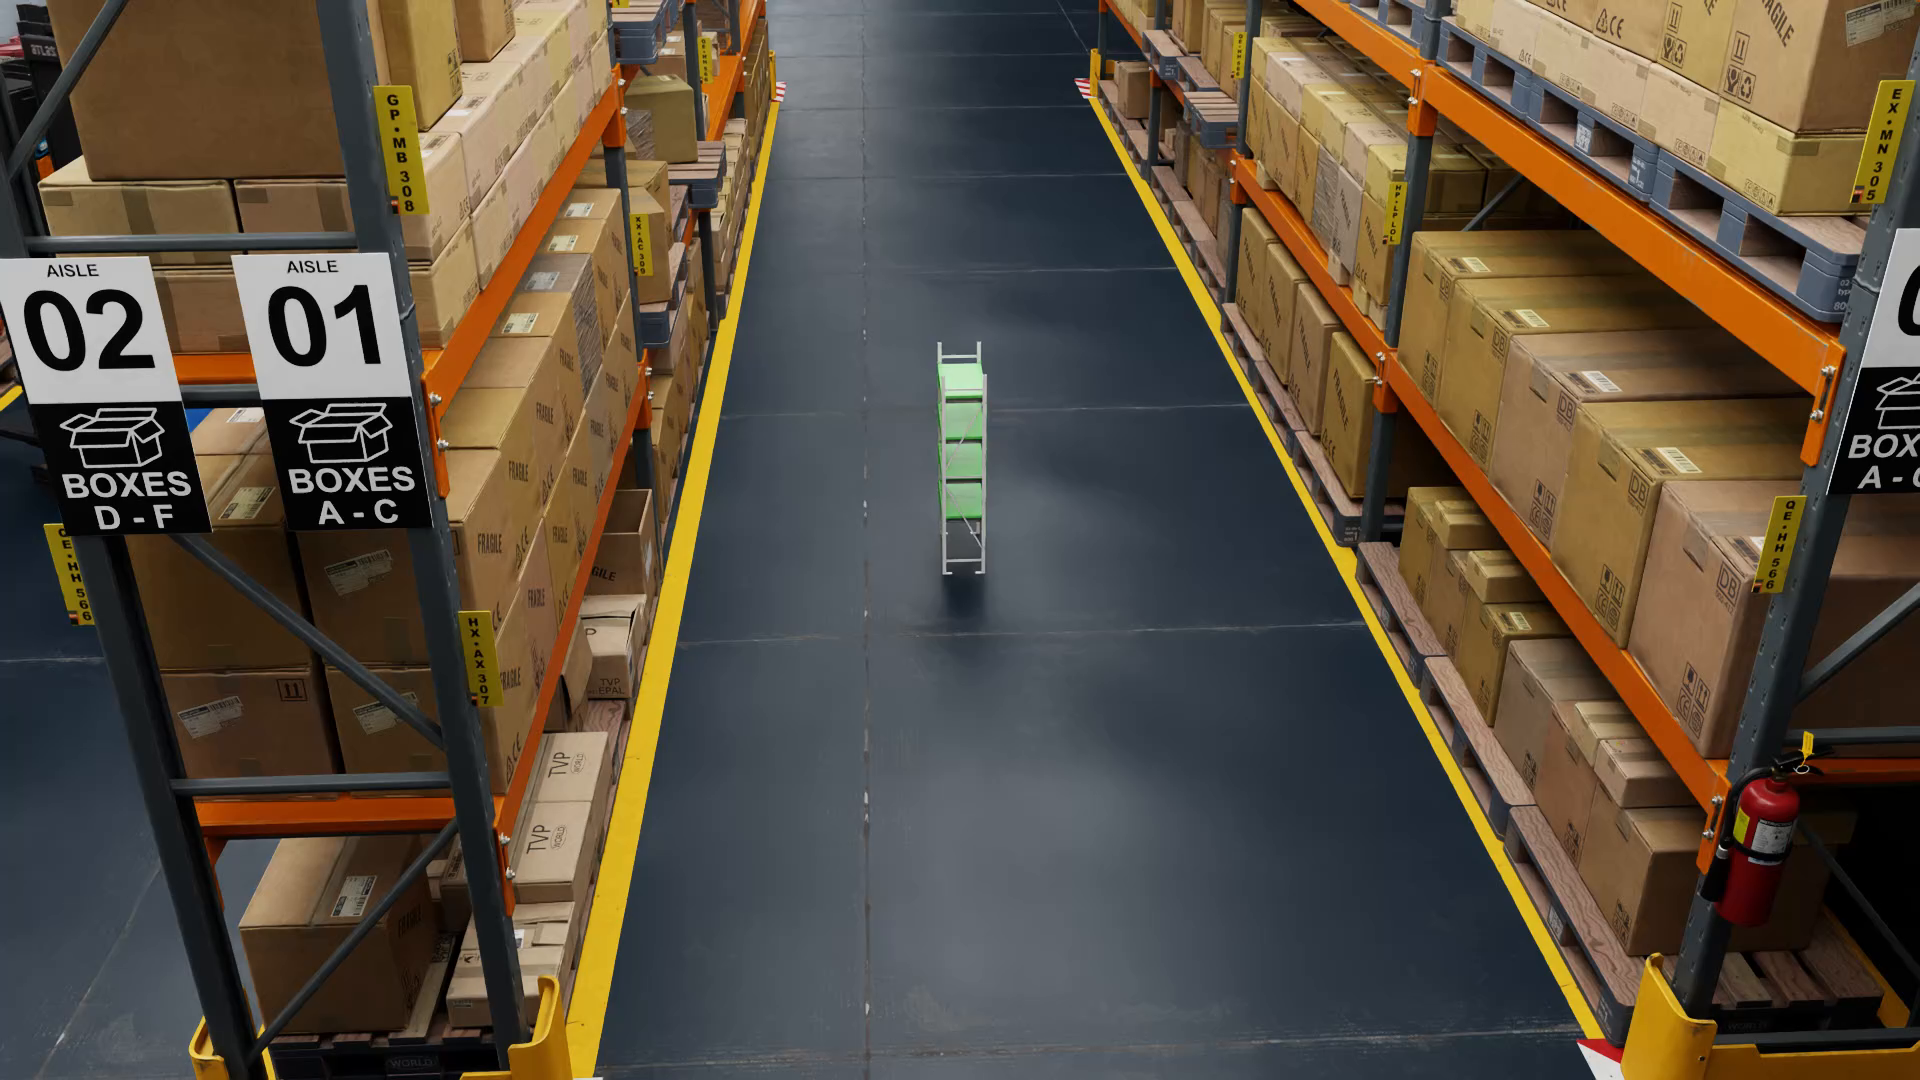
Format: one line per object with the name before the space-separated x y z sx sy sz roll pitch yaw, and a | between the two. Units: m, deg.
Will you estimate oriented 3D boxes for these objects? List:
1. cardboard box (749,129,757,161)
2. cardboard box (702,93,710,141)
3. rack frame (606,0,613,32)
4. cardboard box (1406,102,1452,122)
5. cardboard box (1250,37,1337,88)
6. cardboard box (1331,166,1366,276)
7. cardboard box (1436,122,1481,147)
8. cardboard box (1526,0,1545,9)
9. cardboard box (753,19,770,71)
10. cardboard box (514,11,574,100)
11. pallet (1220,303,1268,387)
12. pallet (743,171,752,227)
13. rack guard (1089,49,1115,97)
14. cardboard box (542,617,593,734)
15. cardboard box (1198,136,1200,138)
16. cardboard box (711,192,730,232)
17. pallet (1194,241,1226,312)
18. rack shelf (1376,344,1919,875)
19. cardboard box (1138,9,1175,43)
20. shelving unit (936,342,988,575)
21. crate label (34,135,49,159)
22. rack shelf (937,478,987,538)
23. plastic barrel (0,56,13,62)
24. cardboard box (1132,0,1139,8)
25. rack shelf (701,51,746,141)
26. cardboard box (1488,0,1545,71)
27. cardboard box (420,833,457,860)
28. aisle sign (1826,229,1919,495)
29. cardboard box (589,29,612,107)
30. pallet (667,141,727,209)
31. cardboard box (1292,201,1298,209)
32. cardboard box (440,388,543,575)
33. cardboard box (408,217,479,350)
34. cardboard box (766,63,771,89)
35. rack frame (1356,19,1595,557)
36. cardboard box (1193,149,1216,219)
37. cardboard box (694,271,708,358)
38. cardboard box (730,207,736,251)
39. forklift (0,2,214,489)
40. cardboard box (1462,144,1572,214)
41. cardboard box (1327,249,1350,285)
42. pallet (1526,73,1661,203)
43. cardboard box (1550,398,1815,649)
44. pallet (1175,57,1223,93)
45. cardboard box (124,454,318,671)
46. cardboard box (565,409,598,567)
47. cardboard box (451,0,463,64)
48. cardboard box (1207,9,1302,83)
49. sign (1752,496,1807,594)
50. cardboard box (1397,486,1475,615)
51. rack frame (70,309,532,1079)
cardboard box | -2.303 -3.981 16.659 0.500 0.250 0.500 -1 28 -3
cardboard box | -2.226 -3.324 12.975 0.500 0.311 0.500 -2 28 -3
rack frame | -2.164 -3.758 7.225 1.000 3.000 0.127 -1 28 -3
cardboard box | 2.954 -2.429 9.901 0.500 0.250 0.500 -2 28 -4
cardboard box | 2.342 -3.355 11.677 0.500 0.250 0.500 -1 28 -1
cardboard box | 2.471 -1.847 9.596 0.500 0.500 0.500 -1 28 -2
cardboard box | 2.985 -2.197 9.457 0.500 0.250 0.500 -1 28 -2
cardboard box | 2.573 -2.473 6.793 0.500 0.500 0.500 -2 28 -4
cardboard box | -2.465 -5.699 19.142 0.500 0.500 0.500 -1 28 -3
cardboard box | -1.821 -1.903 6.534 0.500 0.250 0.500 -1 28 -3
pallet | 2.540 -1.465 12.330 1.003 0.211 1.213 -1 28 -3
pallet | -2.504 -3.217 15.690 1.003 0.211 1.213 -1 28 -3
rack guard | 2.161 -5.618 19.981 1.175 0.500 0.348 -1 28 -3
cardboard box | -2.060 0.681 7.424 0.797 0.503 0.637 -1 28 -3
cardboard box | 2.447 -3.790 15.190 0.500 0.250 0.500 -2 28 -4
cardboard box | -2.142 -2.653 13.505 0.500 0.311 0.500 -2 28 -4
pallet | 2.535 -2.191 13.723 1.003 0.211 1.213 -1 28 -3
rack shelf | 2.888 0.023 7.240 1.077 0.370 4.000 -1 28 -3
cardboard box | 2.038 -5.068 16.364 0.500 0.250 0.500 -1 28 -3
shelving unit | 0.009 -0.456 9.326 0.258 1.200 0.503 -1 28 -3
crate label | -6.967 -2.957 12.357 0.303 0.233 0.416 -1 28 -3
rack shelf | 0.009 -0.186 9.467 0.258 0.148 0.480 -1 28 -3
plastic barrel | -7.608 -3.542 13.176 0.421 0.512 0.421 0 28 0
cardboard box | 2.000 -5.630 16.631 0.500 0.500 0.500 -2 28 -3
rack shelf | -2.477 -3.550 14.091 1.077 0.370 4.000 -1 28 -3
cardboard box | 2.568 -2.152 6.990 0.500 0.250 0.500 -2 28 -4
cardboard box | -2.249 1.088 6.917 0.500 0.250 0.500 -1 28 -3
aisle sign | 2.696 -0.484 4.624 0.394 0.787 0.004 -1 28 -3
cardboard box | -1.873 -2.144 7.535 0.500 0.250 0.500 -1 28 -3
pallet | -2.267 -2.549 11.601 1.213 0.211 1.003 -1 28 -3
cardboard box | 2.452 -2.332 11.229 0.380 0.149 0.250 -1 28 -2
cardboard box | -1.749 -0.191 5.684 0.500 0.500 0.500 -1 28 -2
cardboard box | -1.728 -0.758 4.878 0.500 0.250 0.500 -1 28 -3
cardboard box | -2.467 -5.366 19.315 0.500 0.250 0.500 -1 28 -3
rack frame | 2.783 -1.220 8.845 1.000 3.000 0.127 -1 28 -3
cardboard box | 2.484 -3.187 14.845 0.700 0.500 0.500 -1 28 -2
cardboard box | -2.089 -1.606 11.813 0.500 0.500 0.500 0 28 -1
cardboard box | -2.167 -2.634 14.075 0.500 0.250 0.500 -2 28 -4
forklift | -5.206 -1.790 10.012 3.031 2.935 1.130 12 30 21
cardboard box | 3.019 -1.956 8.994 0.500 0.250 0.500 -1 28 -1
cardboard box | 2.405 -1.624 9.869 0.380 0.149 0.250 -1 28 -3
pallet | 2.876 -1.570 6.369 1.003 0.211 1.213 -1 28 -3
cardboard box | 2.906 -0.076 6.328 0.980 0.700 0.700 -2 28 -3
pallet | 2.430 -3.895 14.182 1.003 0.211 1.213 -1 28 -3
cardboard box | -2.253 0.062 5.197 0.500 0.500 0.500 -2 28 -3
cardboard box | -1.795 -0.207 6.796 0.500 0.500 0.500 -1 28 -2
cardboard box | -2.073 -1.767 5.461 0.700 0.500 0.500 -1 28 -3
cardboard box | 2.453 -4.098 13.779 0.700 0.500 0.500 -1 28 -3
sign | 2.449 0.016 4.968 0.100 0.325 0.005 -1 28 -3
cardboard box | 2.720 0.050 8.659 0.700 0.500 0.500 -1 28 -2
rack frame | -1.955 0.749 5.070 1.000 3.000 0.127 -1 28 -3
